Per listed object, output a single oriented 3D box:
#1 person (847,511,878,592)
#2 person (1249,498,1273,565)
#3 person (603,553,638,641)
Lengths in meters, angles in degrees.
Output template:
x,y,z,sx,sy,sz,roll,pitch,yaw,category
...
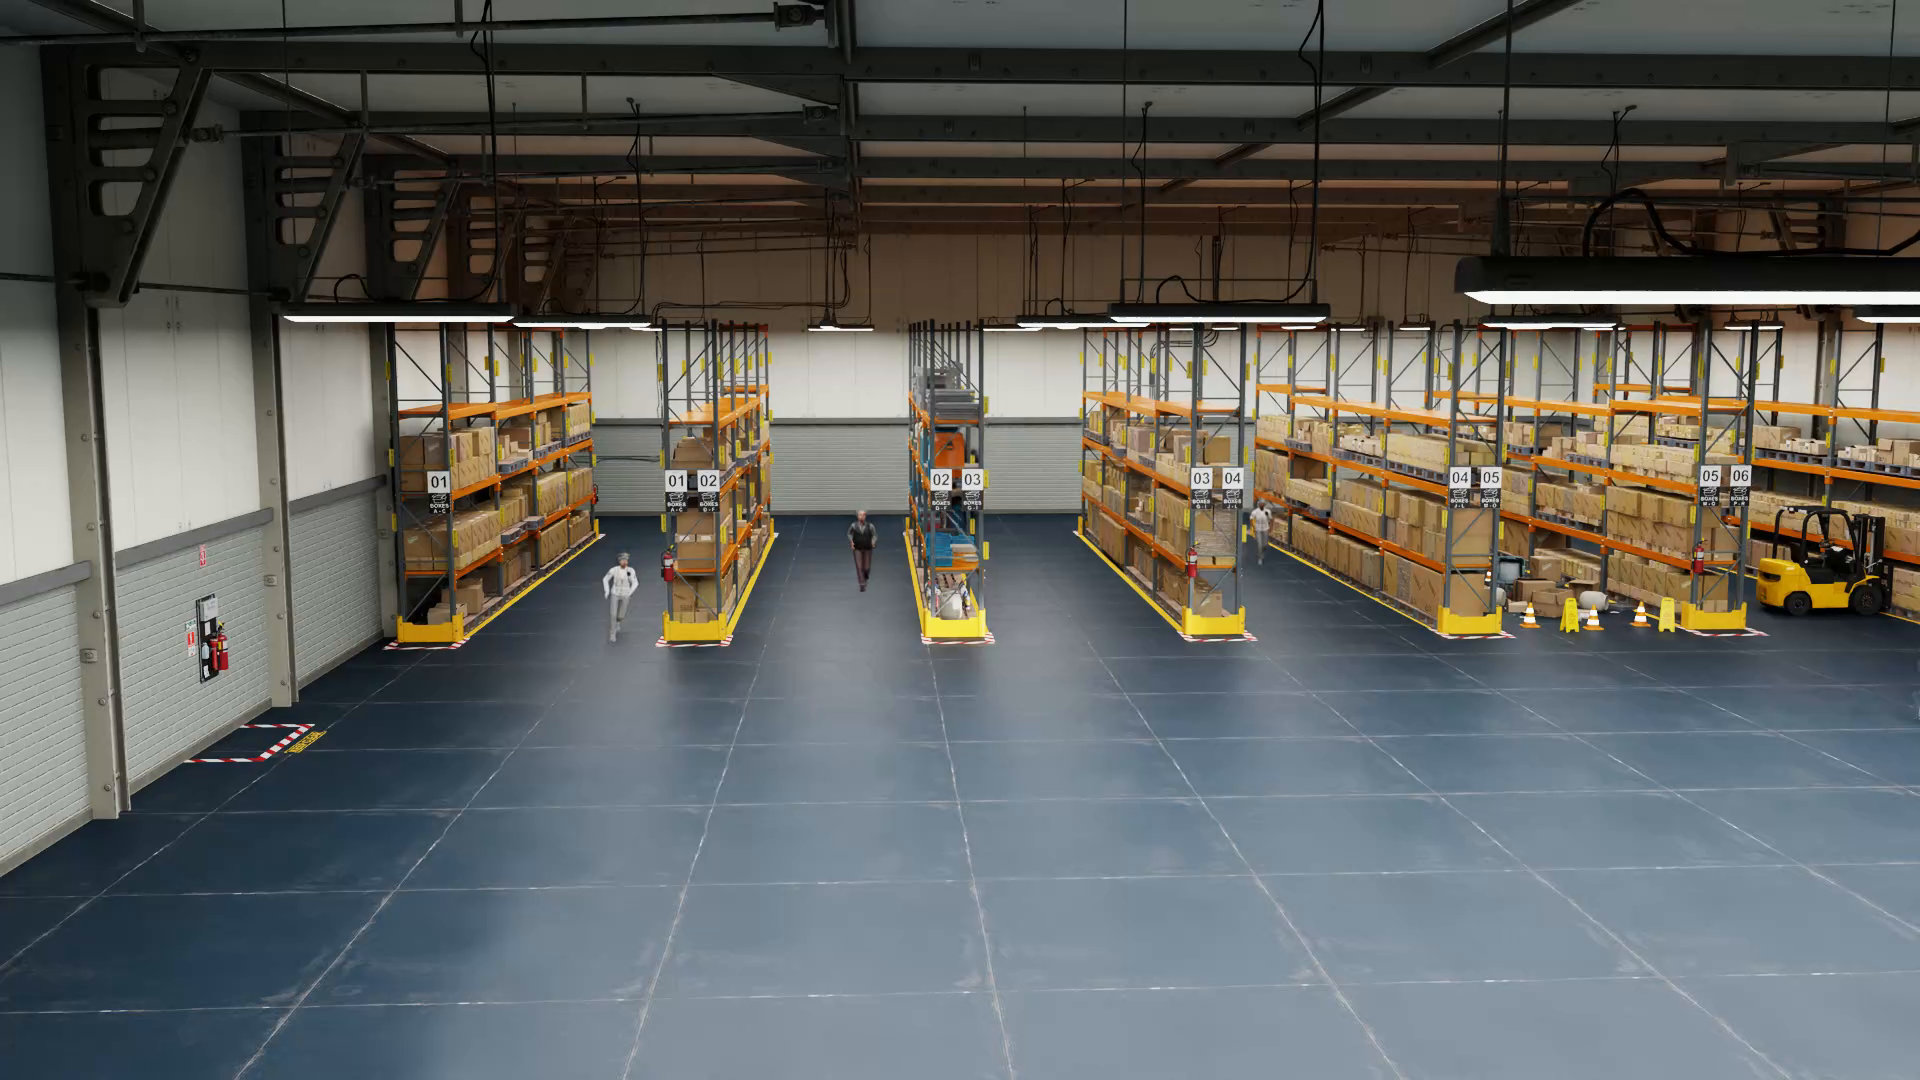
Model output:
x,y,z,sx,sy,sz,roll,pitch,yaw,category
-2.088,0.223,35.510,0.661,1.708,0.722,-1,7,-5,person
7.557,-0.241,41.729,0.604,1.663,0.584,0,7,0,person
-6.411,1.055,31.426,0.657,1.662,0.679,-2,7,-13,person
